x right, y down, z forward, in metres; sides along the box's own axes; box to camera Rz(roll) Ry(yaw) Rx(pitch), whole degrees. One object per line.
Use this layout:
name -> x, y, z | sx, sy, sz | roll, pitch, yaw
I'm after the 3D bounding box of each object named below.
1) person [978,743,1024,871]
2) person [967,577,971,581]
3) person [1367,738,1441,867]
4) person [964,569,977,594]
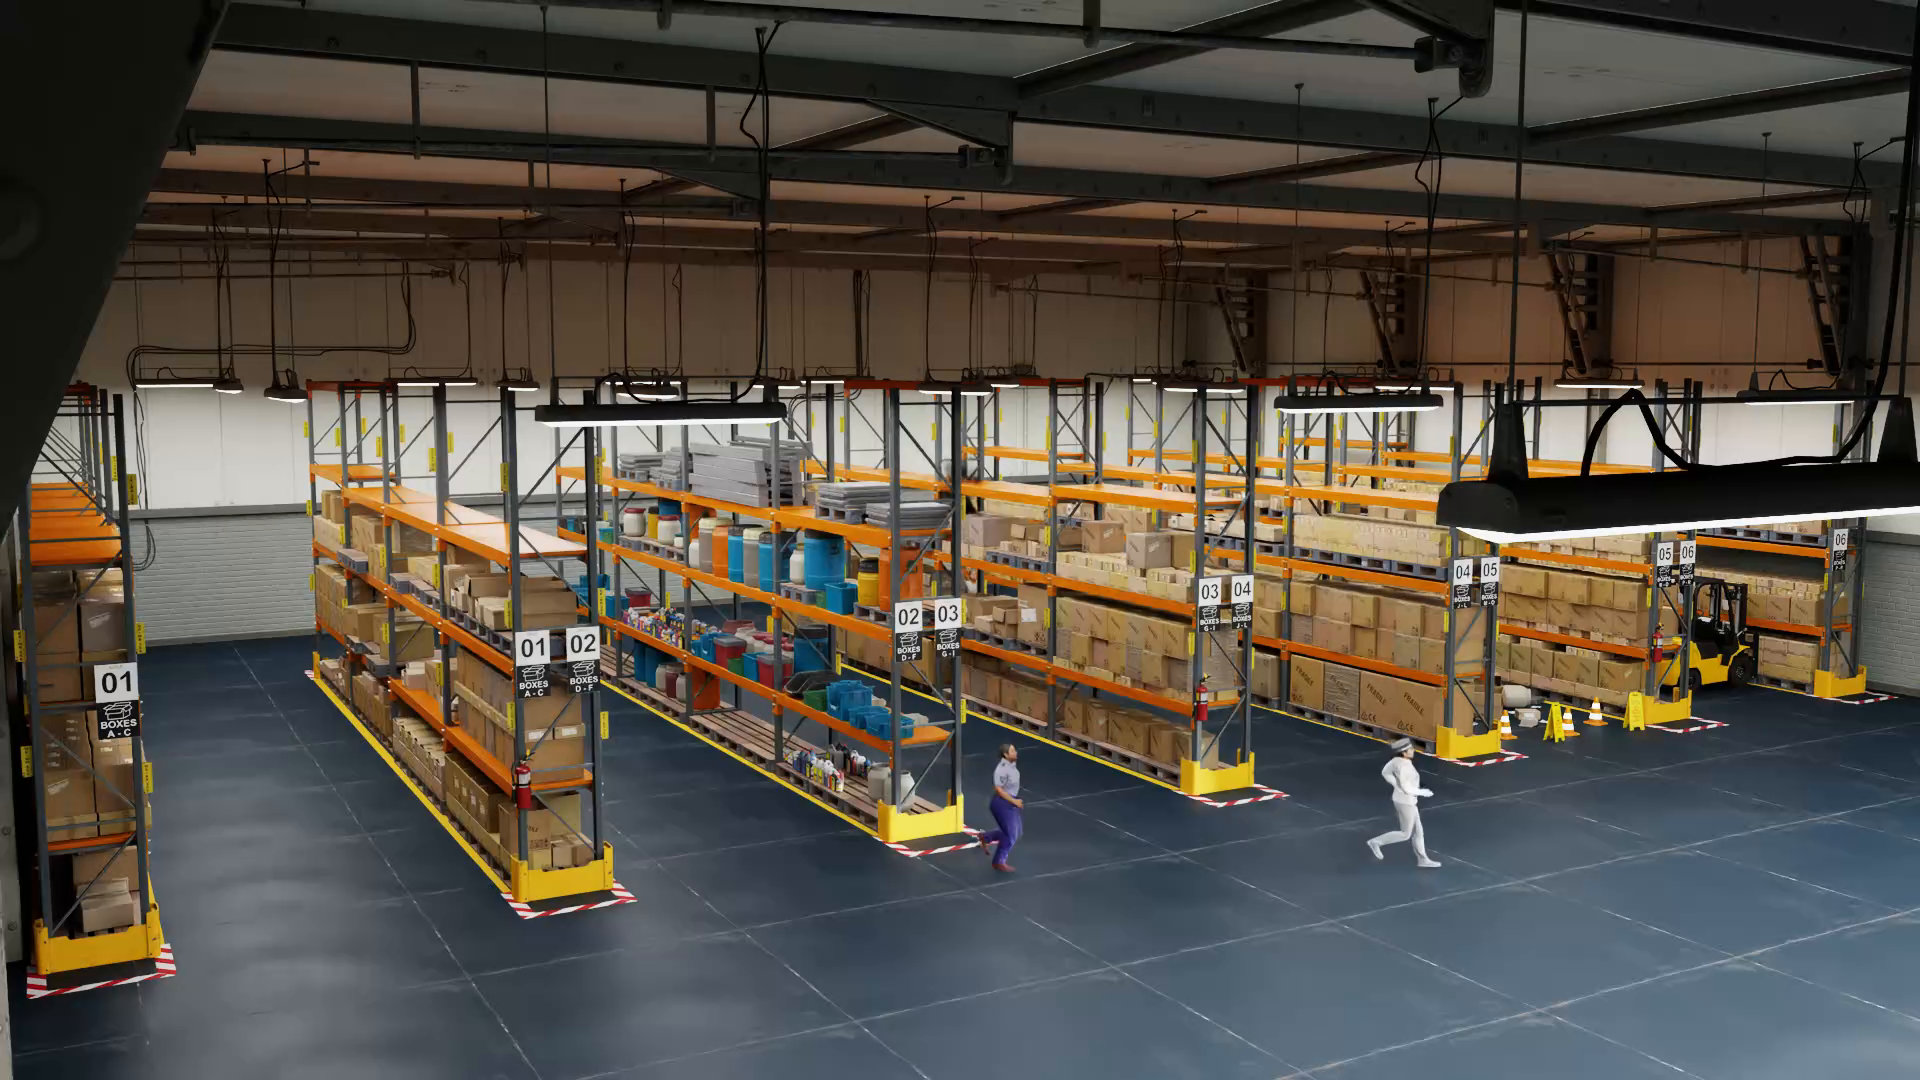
person -> 0.531, 3.335, 20.876 | 0.603, 1.609, 0.629 | 1, 6, 12
person -> 0.135, 0.989, 42.261 | 0.615, 1.731, 0.936 | 0, 6, -5
person -> 5.569, 3.285, 20.826 | 0.938, 1.661, 0.630 | 0, 6, 3
person -> 0.307, 1.474, 37.507 | 0.566, 1.652, 0.936 | -2, 6, -19
